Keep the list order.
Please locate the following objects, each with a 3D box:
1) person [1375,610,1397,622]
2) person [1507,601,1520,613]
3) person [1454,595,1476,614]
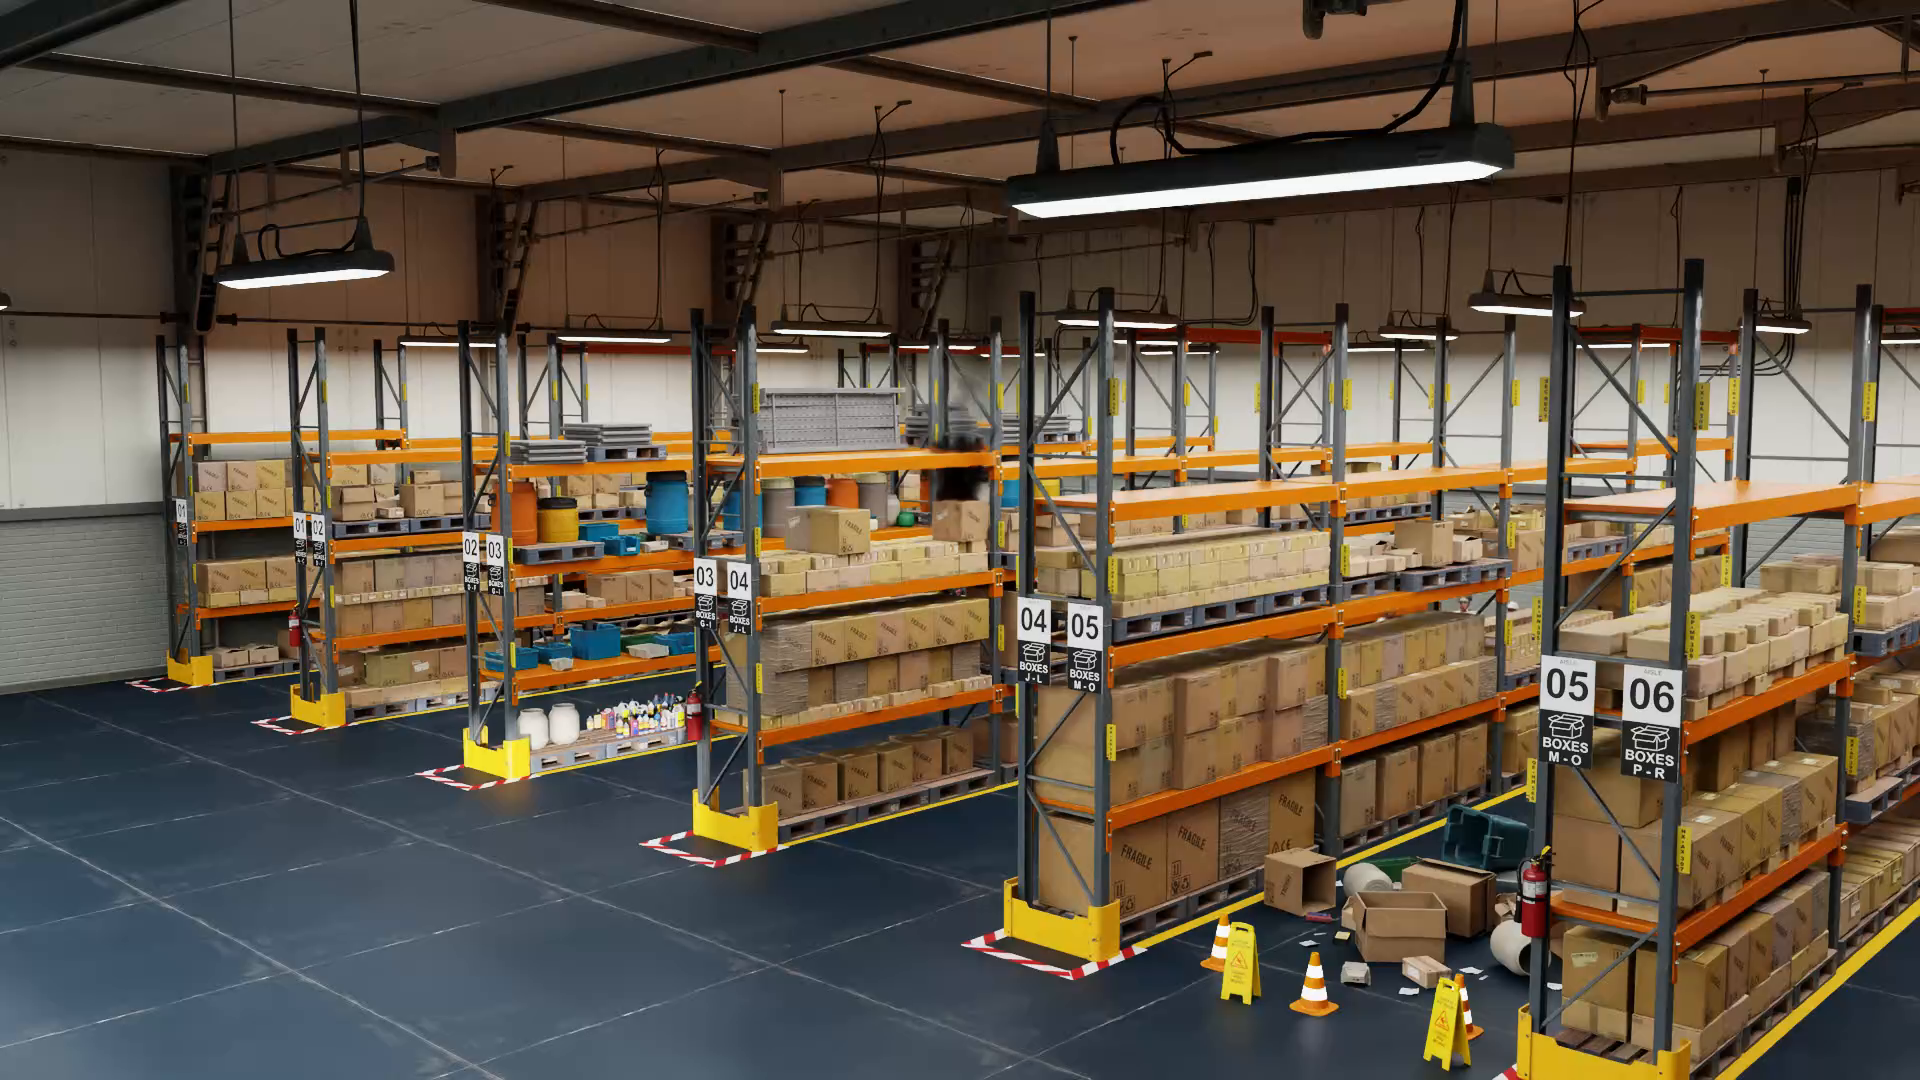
[{"bbox_3d":[6.838,1.831,26.388,0.668,1.728,0.639,4,7,36],"label":"person"},{"bbox_3d":[8.765,1.835,26.349,0.666,1.719,0.734,-4,7,-36],"label":"person"},{"bbox_3d":[8.372,1.738,27.634,0.617,1.689,0.847,3,6,30],"label":"person"}]
